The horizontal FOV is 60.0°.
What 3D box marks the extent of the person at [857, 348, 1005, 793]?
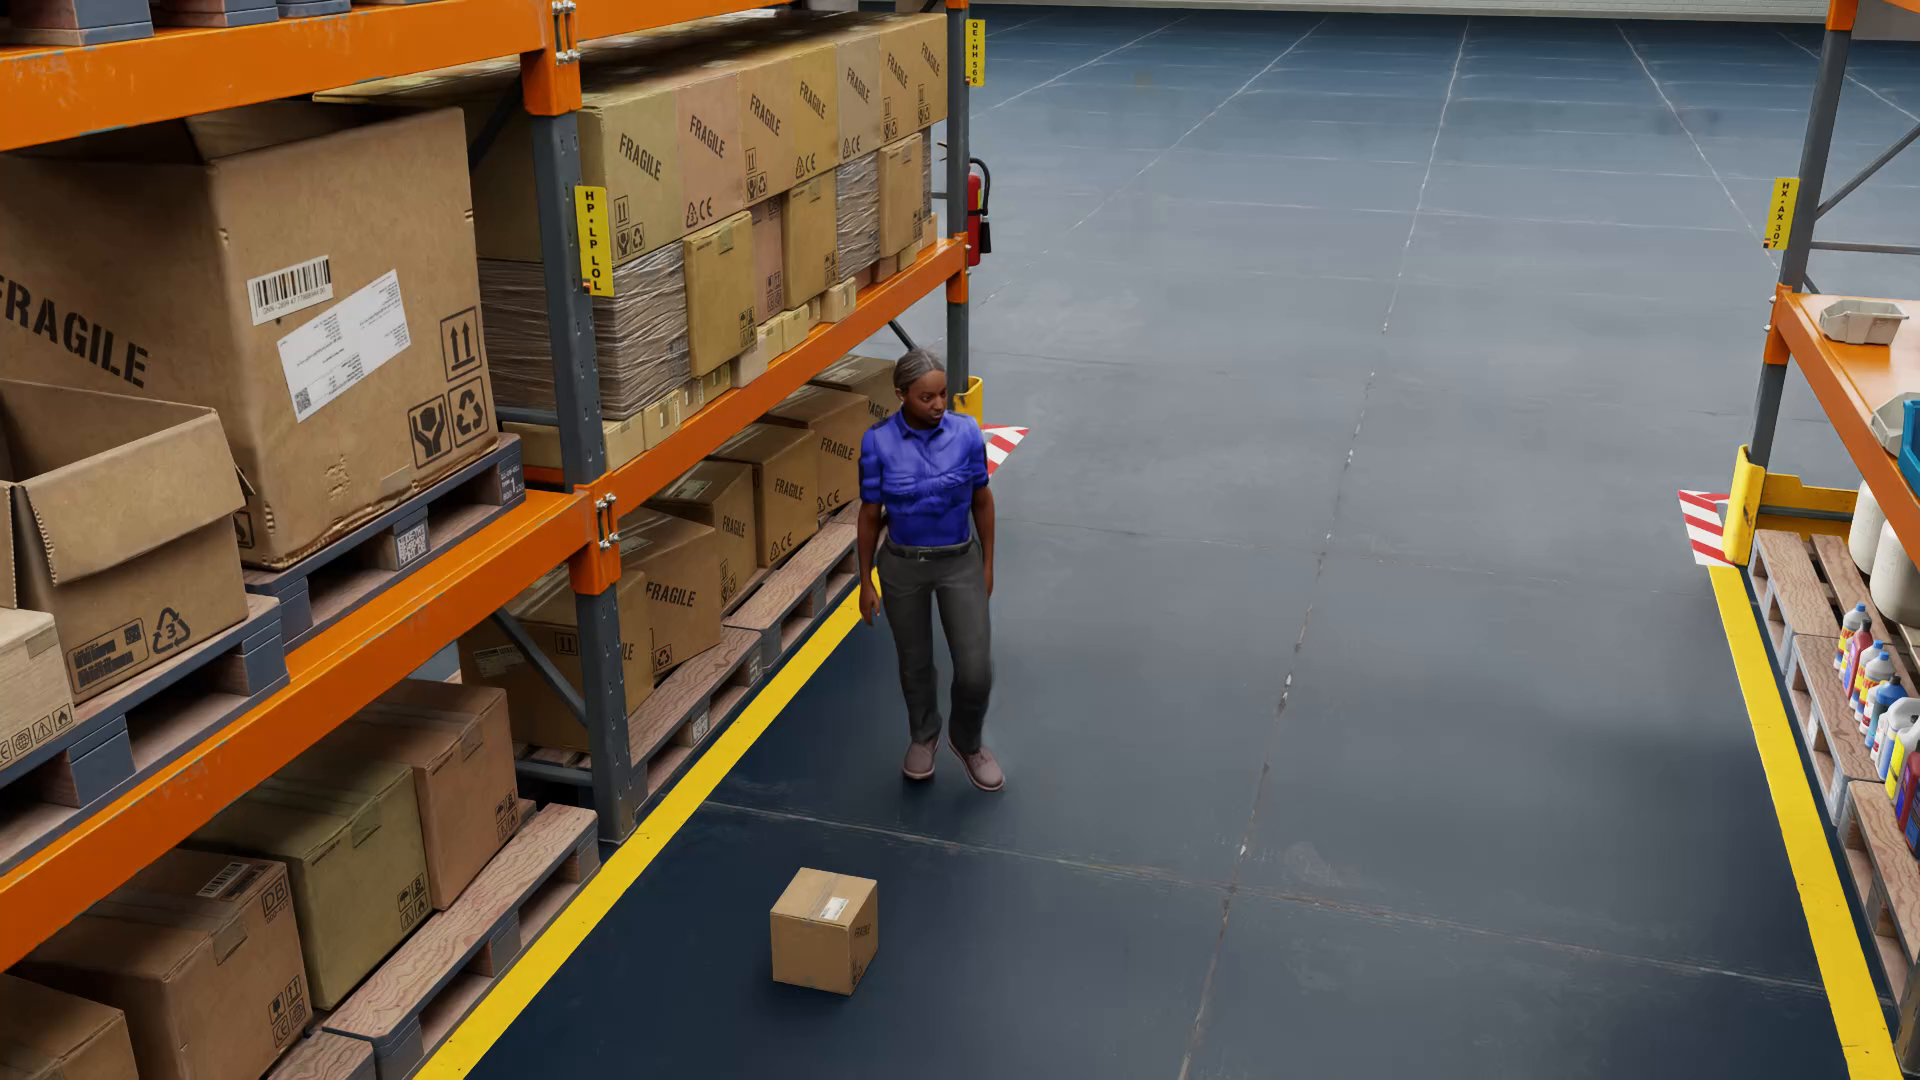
[{"bbox_3d":[-0.096,0.108,5.808,0.516,1.666,0.455,-1,22,-2],"label":"person"}]
